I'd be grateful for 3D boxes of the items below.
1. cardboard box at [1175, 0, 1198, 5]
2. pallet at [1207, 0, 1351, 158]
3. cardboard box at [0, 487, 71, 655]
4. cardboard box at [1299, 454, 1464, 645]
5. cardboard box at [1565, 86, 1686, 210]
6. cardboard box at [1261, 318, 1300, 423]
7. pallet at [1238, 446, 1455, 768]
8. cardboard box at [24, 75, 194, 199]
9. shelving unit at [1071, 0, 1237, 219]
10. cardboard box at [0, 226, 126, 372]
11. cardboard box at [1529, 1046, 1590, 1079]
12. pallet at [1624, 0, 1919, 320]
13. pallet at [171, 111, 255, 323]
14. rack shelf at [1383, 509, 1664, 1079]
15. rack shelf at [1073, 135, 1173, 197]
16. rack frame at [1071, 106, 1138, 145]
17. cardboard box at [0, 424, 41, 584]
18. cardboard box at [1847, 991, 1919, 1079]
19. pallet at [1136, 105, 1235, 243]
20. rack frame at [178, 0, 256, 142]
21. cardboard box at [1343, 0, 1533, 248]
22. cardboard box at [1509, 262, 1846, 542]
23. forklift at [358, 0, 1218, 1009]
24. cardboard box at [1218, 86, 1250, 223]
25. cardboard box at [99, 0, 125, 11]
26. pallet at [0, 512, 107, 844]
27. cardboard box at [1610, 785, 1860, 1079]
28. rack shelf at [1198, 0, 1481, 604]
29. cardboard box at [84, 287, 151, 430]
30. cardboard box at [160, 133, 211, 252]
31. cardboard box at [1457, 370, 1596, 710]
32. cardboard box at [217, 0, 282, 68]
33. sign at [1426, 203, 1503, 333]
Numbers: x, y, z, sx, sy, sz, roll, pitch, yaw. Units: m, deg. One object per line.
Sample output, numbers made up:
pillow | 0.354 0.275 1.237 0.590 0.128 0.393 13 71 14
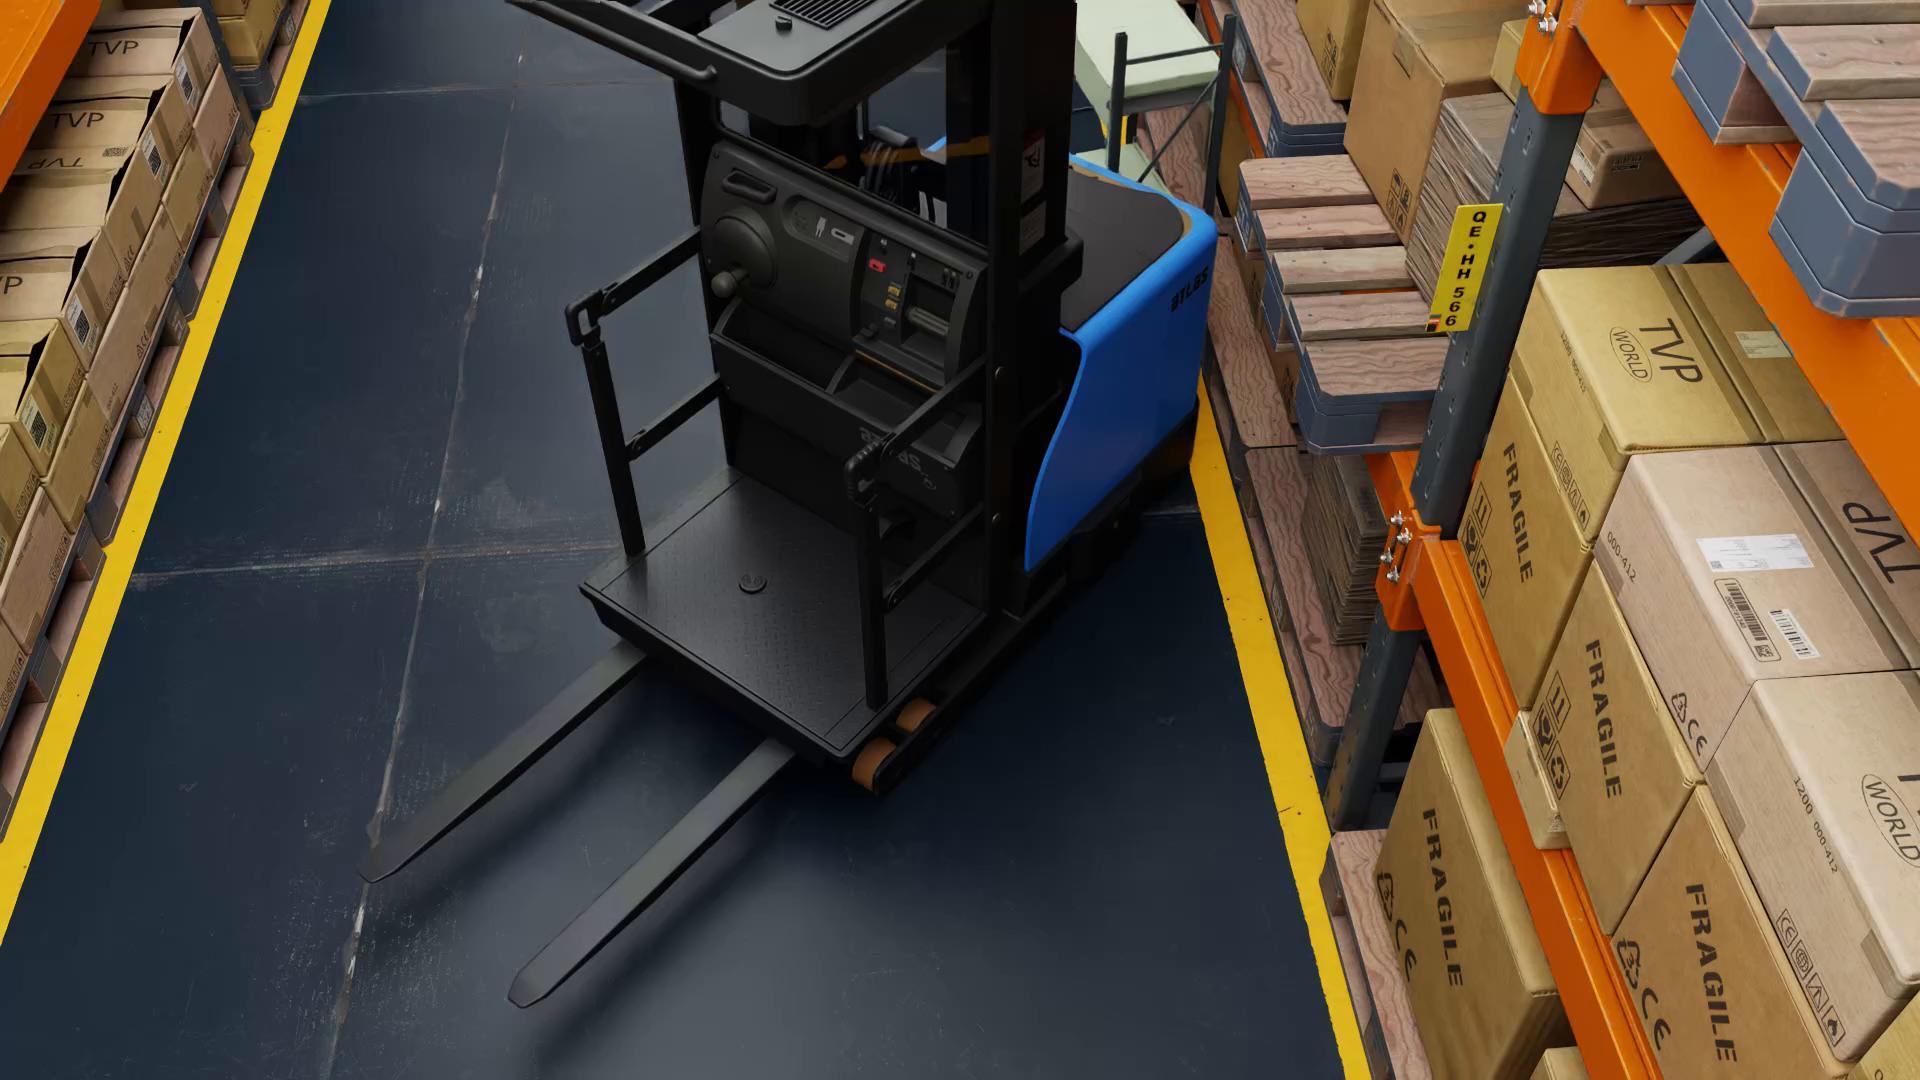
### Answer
cardboard box | 1.185 -2.689 7.879 0.380 0.166 0.250 -9 47 -8
pallet | 1.388 -1.597 5.328 1.003 0.211 1.213 -3 47 -3
cardboard box | -3.135 0.111 5.183 0.500 0.250 0.500 -5 47 -4
cardboard box | 1.482 -0.042 5.143 0.700 0.500 0.500 -3 47 -3
cardboard box | 1.536 -0.889 3.708 0.380 0.149 0.250 -9 47 -8
cardboard box | 1.485 -0.780 5.841 0.700 0.500 0.500 -4 47 -4
pallet | 1.531 0.160 5.453 1.003 0.211 1.213 -3 47 -3
cardboard box | -3.307 -1.563 6.383 0.500 0.311 0.500 -2 47 -2
shelving unit | 0.584 -1.357 5.997 0.431 1.500 0.755 -13 48 -11
cardboard box | -3.229 -0.838 5.696 0.500 0.311 0.500 -4 47 -4
cardboard box | 1.593 1.536 3.421 0.750 0.750 0.750 -4 47 -3
pallet | 1.702 -0.737 2.446 1.213 0.211 1.003 -2 47 -1
pallet | -3.576 -1.334 6.868 1.003 0.211 1.213 -3 47 -3
rack shelf | 1.762 1.461 2.795 1.077 0.370 4.000 -3 47 -3
rack shelf | 0.588 -1.134 6.235 0.431 0.370 0.720 -13 48 -11
rack frame | 0.479 -1.612 6.238 0.400 1.500 0.023 -13 48 -11
cardboard box | -3.145 -0.097 4.994 0.500 0.311 0.500 -5 47 -4
cardboard box | 1.516 0.829 2.095 0.500 0.250 0.500 -4 47 -4
pallet | 1.327 -1.605 7.125 1.003 0.211 1.213 -3 47 -3
rack frame | -3.676 -2.823 6.358 1.000 3.000 0.127 -3 47 -3
cardboard box | 1.472 -1.161 4.412 0.700 0.500 0.500 -7 47 -7
cardboard box | 1.378 -0.269 3.135 0.500 0.250 0.500 -2 47 -2
forklift | -0.467 -0.659 4.356 1.130 2.935 3.031 29 53 25
cardboard box | 1.431 -1.516 6.539 0.700 0.500 0.500 -4 47 -4
cardboard box | -3.933 -2.344 7.509 0.500 0.250 0.500 -3 47 -3
pallet | -3.371 0.432 5.196 1.003 0.211 1.213 -3 47 -3
cardboard box | 1.455 0.729 2.706 0.500 0.500 0.500 -4 47 -3
rack shelf | 1.427 -1.433 5.536 1.077 0.370 4.000 -3 47 -3
cardboard box | -3.227 -0.635 5.890 0.500 0.250 0.500 -3 47 -2
cardboard box | -3.312 -1.374 6.590 0.500 0.250 0.500 -4 47 -4
cardboard box | 1.380 -0.010 3.406 0.500 0.500 0.500 -2 47 -2
cardboard box | -3.413 -2.376 7.539 0.500 0.250 0.500 -3 47 -3
sign | 1.055 -0.564 3.475 0.100 0.325 0.005 -3 47 -3
